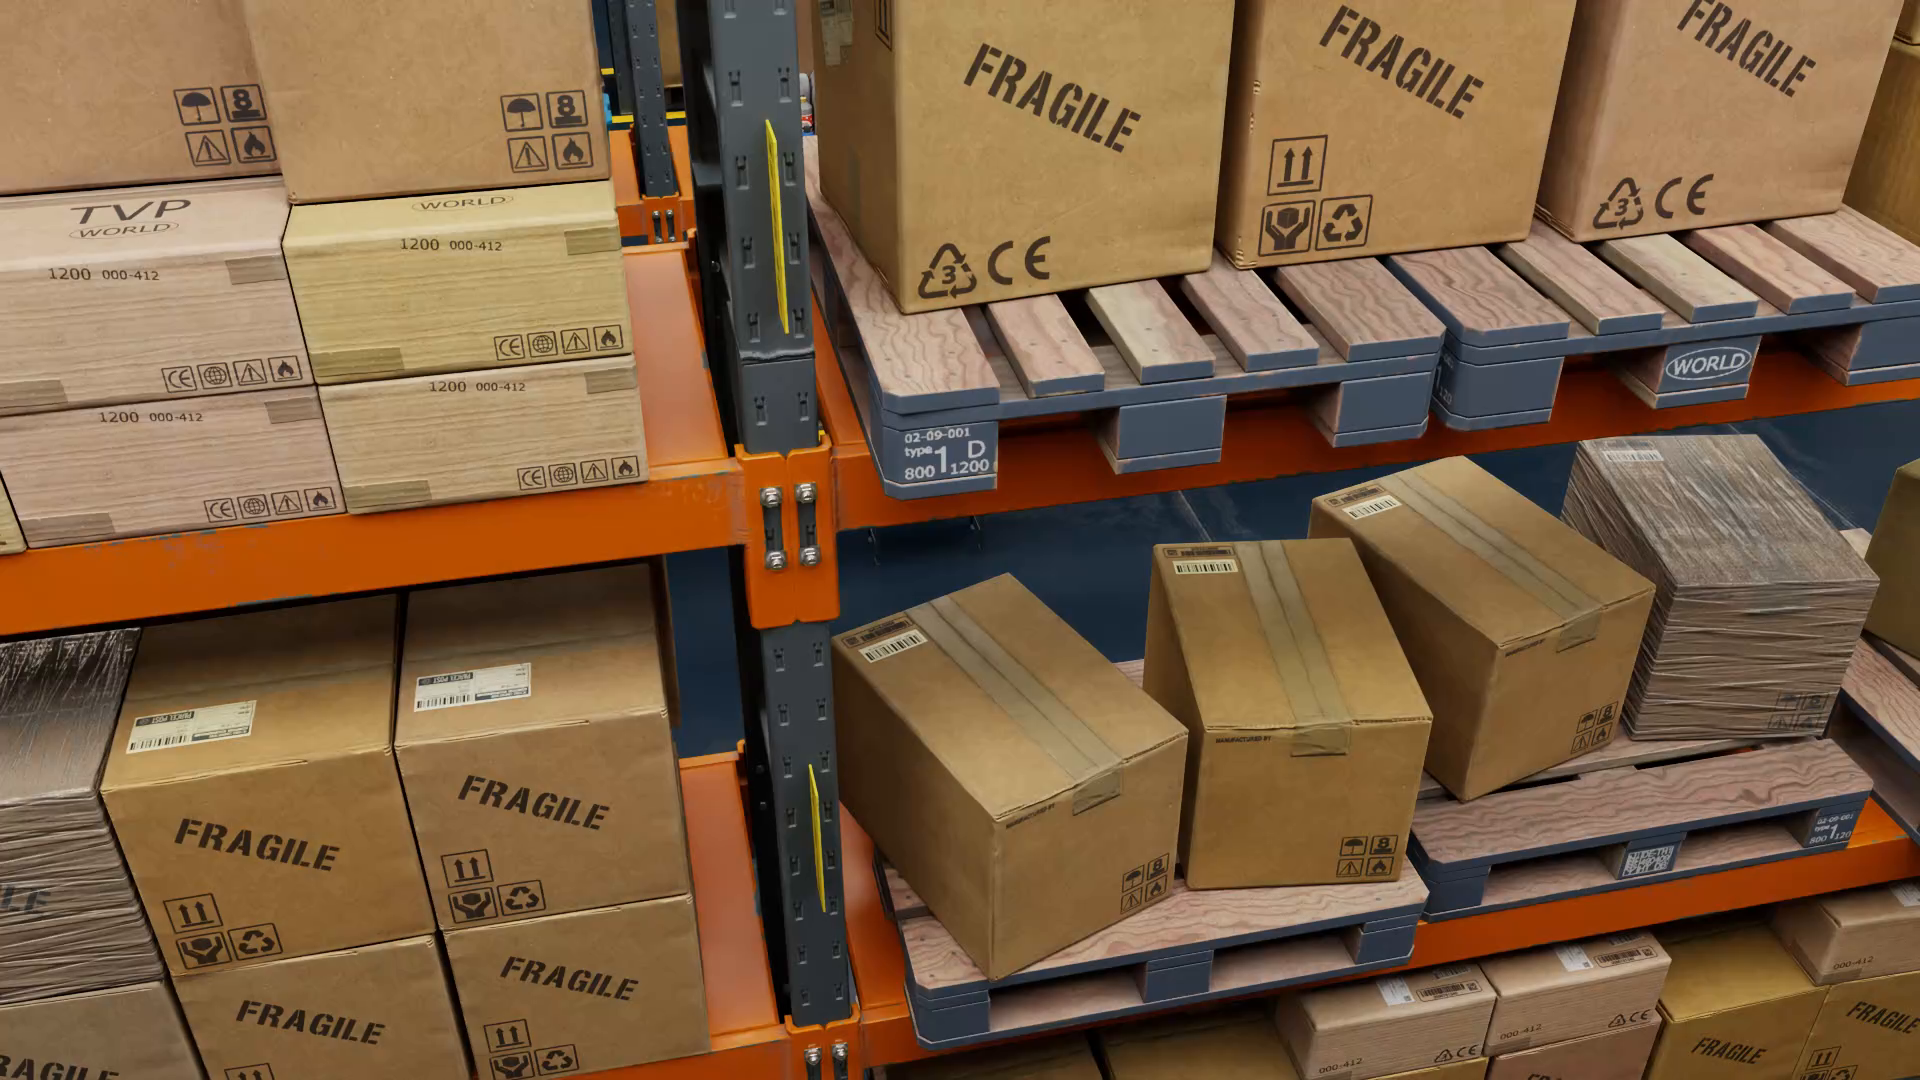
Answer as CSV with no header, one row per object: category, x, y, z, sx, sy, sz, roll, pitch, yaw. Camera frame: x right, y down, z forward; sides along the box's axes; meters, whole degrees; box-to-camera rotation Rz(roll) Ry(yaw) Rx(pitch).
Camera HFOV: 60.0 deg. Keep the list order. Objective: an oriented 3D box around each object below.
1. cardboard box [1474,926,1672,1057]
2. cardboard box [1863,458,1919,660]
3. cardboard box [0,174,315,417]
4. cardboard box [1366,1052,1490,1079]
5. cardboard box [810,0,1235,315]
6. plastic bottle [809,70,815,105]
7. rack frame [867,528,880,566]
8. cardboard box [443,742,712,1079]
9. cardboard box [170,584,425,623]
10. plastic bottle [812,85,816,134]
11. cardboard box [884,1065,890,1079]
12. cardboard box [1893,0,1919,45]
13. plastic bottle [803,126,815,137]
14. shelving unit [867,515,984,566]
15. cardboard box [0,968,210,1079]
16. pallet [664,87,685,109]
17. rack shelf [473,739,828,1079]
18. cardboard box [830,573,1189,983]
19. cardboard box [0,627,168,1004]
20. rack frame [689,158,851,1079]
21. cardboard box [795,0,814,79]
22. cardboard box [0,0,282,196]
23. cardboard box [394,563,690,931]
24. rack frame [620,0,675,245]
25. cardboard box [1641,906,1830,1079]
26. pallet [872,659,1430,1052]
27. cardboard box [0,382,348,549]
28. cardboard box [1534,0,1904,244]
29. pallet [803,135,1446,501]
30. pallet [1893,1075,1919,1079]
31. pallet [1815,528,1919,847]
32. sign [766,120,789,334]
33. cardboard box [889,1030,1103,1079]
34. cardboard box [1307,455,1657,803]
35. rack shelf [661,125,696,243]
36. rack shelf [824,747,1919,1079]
cardboard box,1.573,1.104,4.588,0.500,0.250,0.500,-8,35,-11
cardboard box,2.895,0.103,4.437,0.500,0.500,0.700,-19,38,-26
cardboard box,-1.320,-0.452,2.725,0.500,0.250,0.500,-7,35,-11
cardboard box,1.115,1.472,4.714,0.500,0.500,0.500,-7,34,-10
cardboard box,0.090,-0.853,3.080,0.600,0.600,0.600,-10,35,-15
plastic bottle,-0.682,-2.291,8.516,0.185,0.351,0.144,-7,35,-11
rack frame,-0.399,-0.448,7.341,0.015,1.200,0.240,-7,35,-11
cardboard box,-0.848,0.832,3.729,0.500,0.500,0.500,-7,34,-10
cardboard box,-1.442,0.184,3.796,0.500,0.500,0.500,-8,35,-12
plastic bottle,-0.650,-2.212,8.399,0.185,0.351,0.144,-7,35,-11
cardboard box,0.001,1.311,4.953,0.500,0.500,0.500,-7,35,-11
cardboard box,2.062,-1.346,3.385,0.500,0.500,0.500,-7,35,-11
plastic bottle,-0.721,-1.833,7.904,0.097,0.271,0.097,0,34,0
shelving unit,-0.161,-0.478,7.385,0.503,1.200,0.258,-7,35,-11
cardboard box,-1.851,0.960,3.537,0.500,0.500,0.500,-6,34,-9
pallet,-1.863,-3.690,13.059,1.213,0.211,1.003,-7,35,-11
rack shelf,-2.368,1.217,3.890,4.000,0.370,1.077,-7,35,-11
cardboard box,0.094,0.520,3.817,0.500,0.500,0.700,-19,38,-26
cardboard box,-1.844,0.545,3.259,0.500,0.500,0.500,-7,34,-10
rack frame,-0.417,0.672,4.056,0.127,3.000,1.000,-7,35,-11
cardboard box,-1.108,-4.204,12.853,0.875,0.875,1.225,-8,35,-12
cardboard box,-1.402,-0.965,2.817,0.500,0.500,0.700,-7,35,-11
cardboard box,-0.853,0.418,3.447,0.500,0.500,0.500,-7,34,-10
rack frame,-1.506,-2.020,8.069,0.127,3.000,1.000,-7,35,-11
cardboard box,2.119,1.342,4.907,0.500,0.500,0.500,-8,35,-12
pallet,0.386,0.713,4.168,1.213,0.211,1.003,-7,35,-11
cardboard box,-1.323,-0.251,2.875,0.500,0.250,0.500,-7,35,-11
cardboard box,1.391,-1.018,3.327,0.600,0.600,0.600,-9,35,-12
pallet,0.234,-0.537,3.335,1.003,0.211,1.213,-7,35,-11
pallet,2.747,1.410,5.460,1.213,0.211,1.003,-7,35,-11
pallet,2.838,0.382,4.661,1.003,0.211,1.213,-7,35,-11
sign,-0.290,-0.494,2.638,0.005,0.325,0.100,-7,35,-11
cardboard box,0.108,1.601,4.521,0.500,0.500,0.500,-9,35,-13
cardboard box,1.292,0.206,4.285,0.500,0.500,0.700,-16,37,-22
rack shelf,0.444,-1.967,8.635,4.000,0.370,1.077,-7,35,-11
rack shelf,1.533,0.725,4.623,4.000,0.370,1.077,-7,35,-11
